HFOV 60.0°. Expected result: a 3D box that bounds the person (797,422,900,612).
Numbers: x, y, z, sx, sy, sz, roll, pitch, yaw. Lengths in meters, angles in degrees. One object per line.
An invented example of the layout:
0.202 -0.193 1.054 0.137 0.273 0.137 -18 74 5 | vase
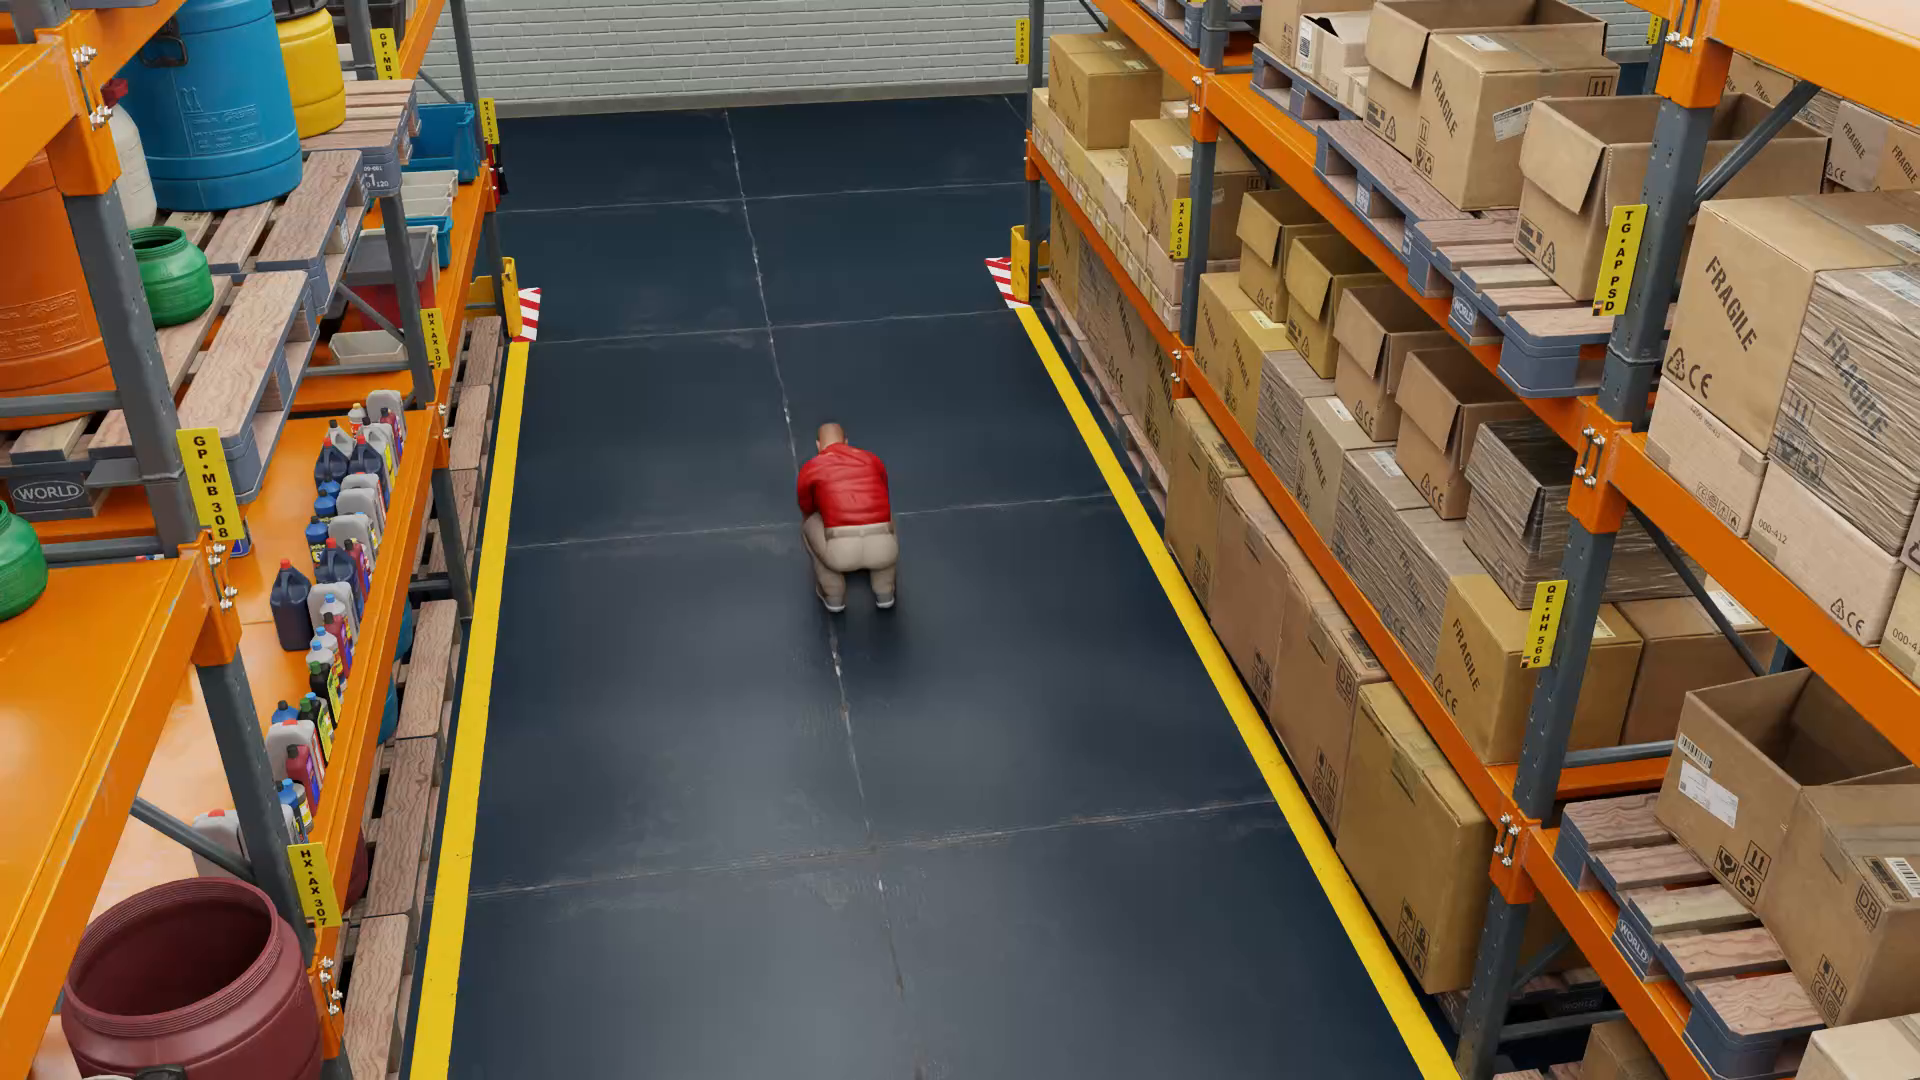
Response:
-0.609 -0.112 9.215 0.553 0.856 0.860 -5 31 -9 | person
